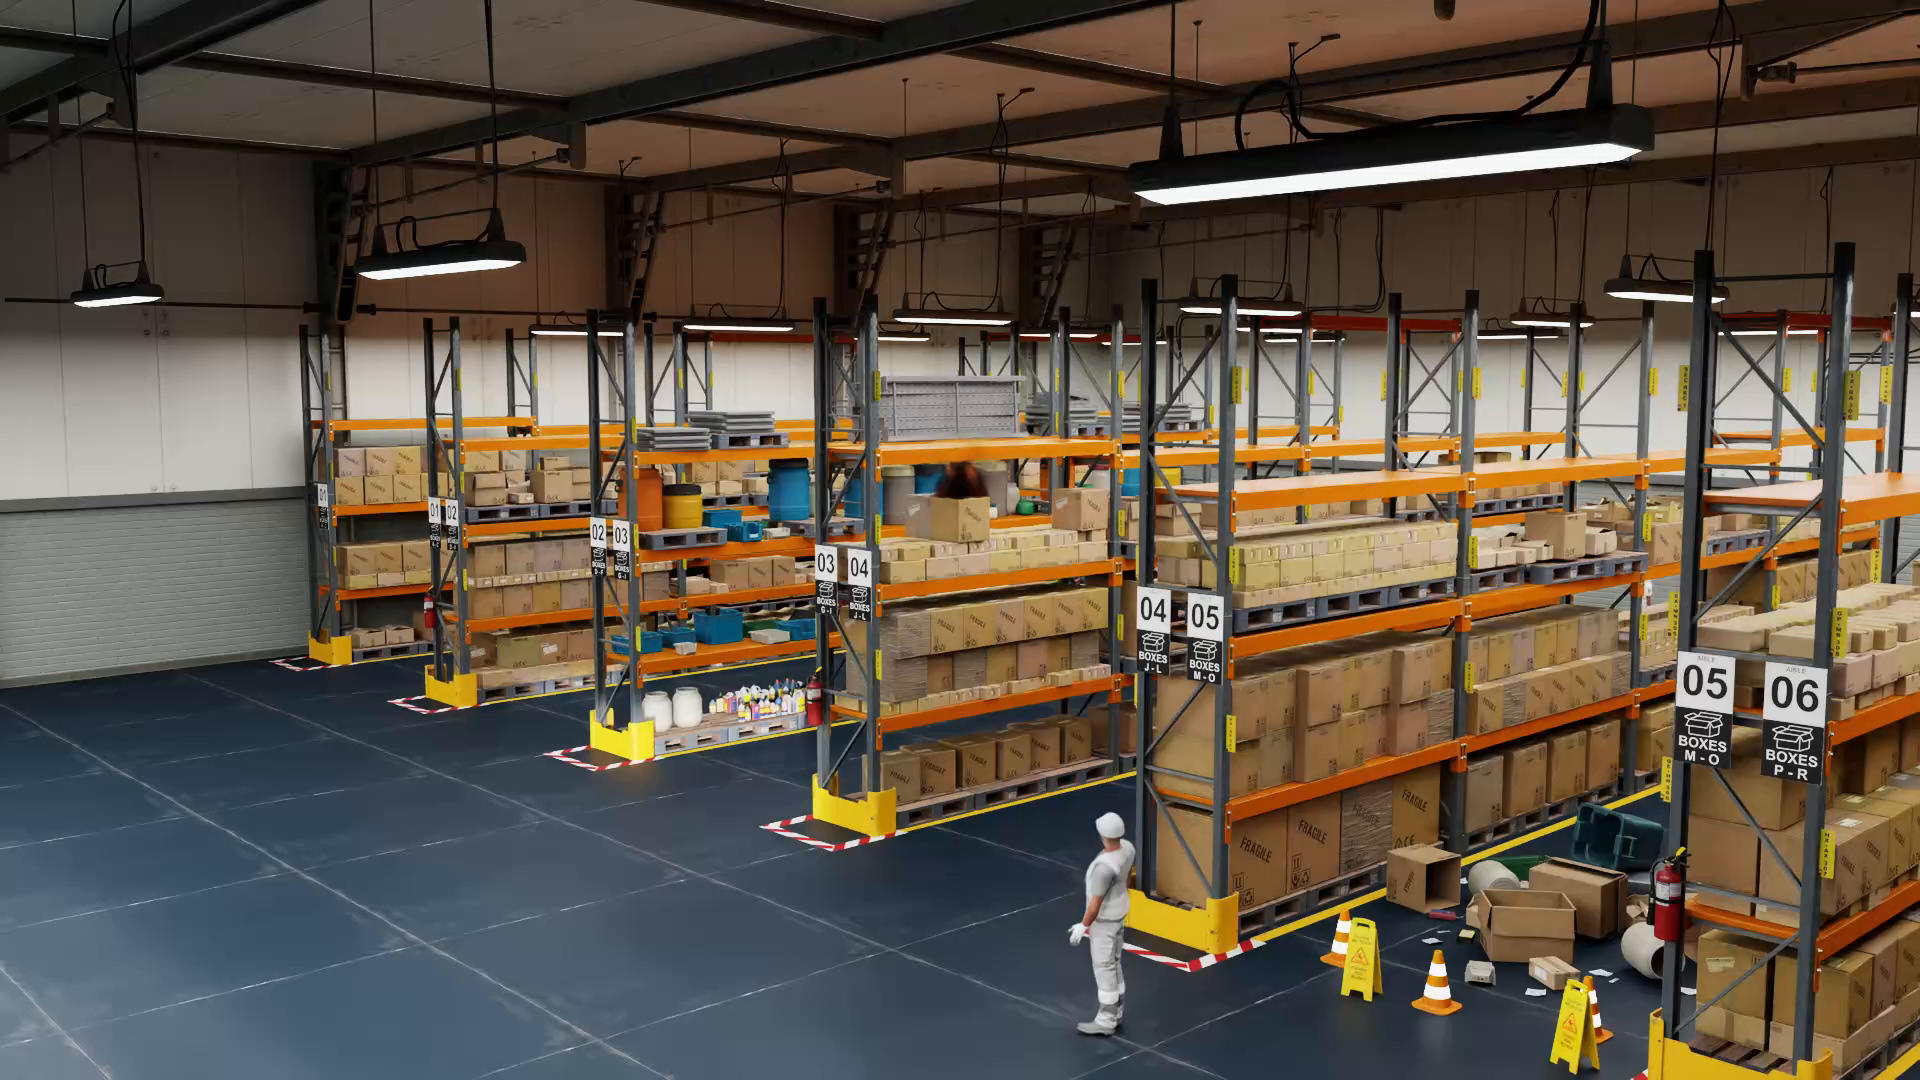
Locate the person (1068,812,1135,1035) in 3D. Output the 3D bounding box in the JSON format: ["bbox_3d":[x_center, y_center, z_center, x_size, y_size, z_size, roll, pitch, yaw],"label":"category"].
[{"bbox_3d":[1.141,2.966,13.048,0.446,1.781,0.686,3,6,23],"label":"person"}]

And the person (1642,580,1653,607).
[{"bbox_3d":[12.294,1.287,30.074,0.434,1.698,0.435,2,6,22],"label":"person"}]
